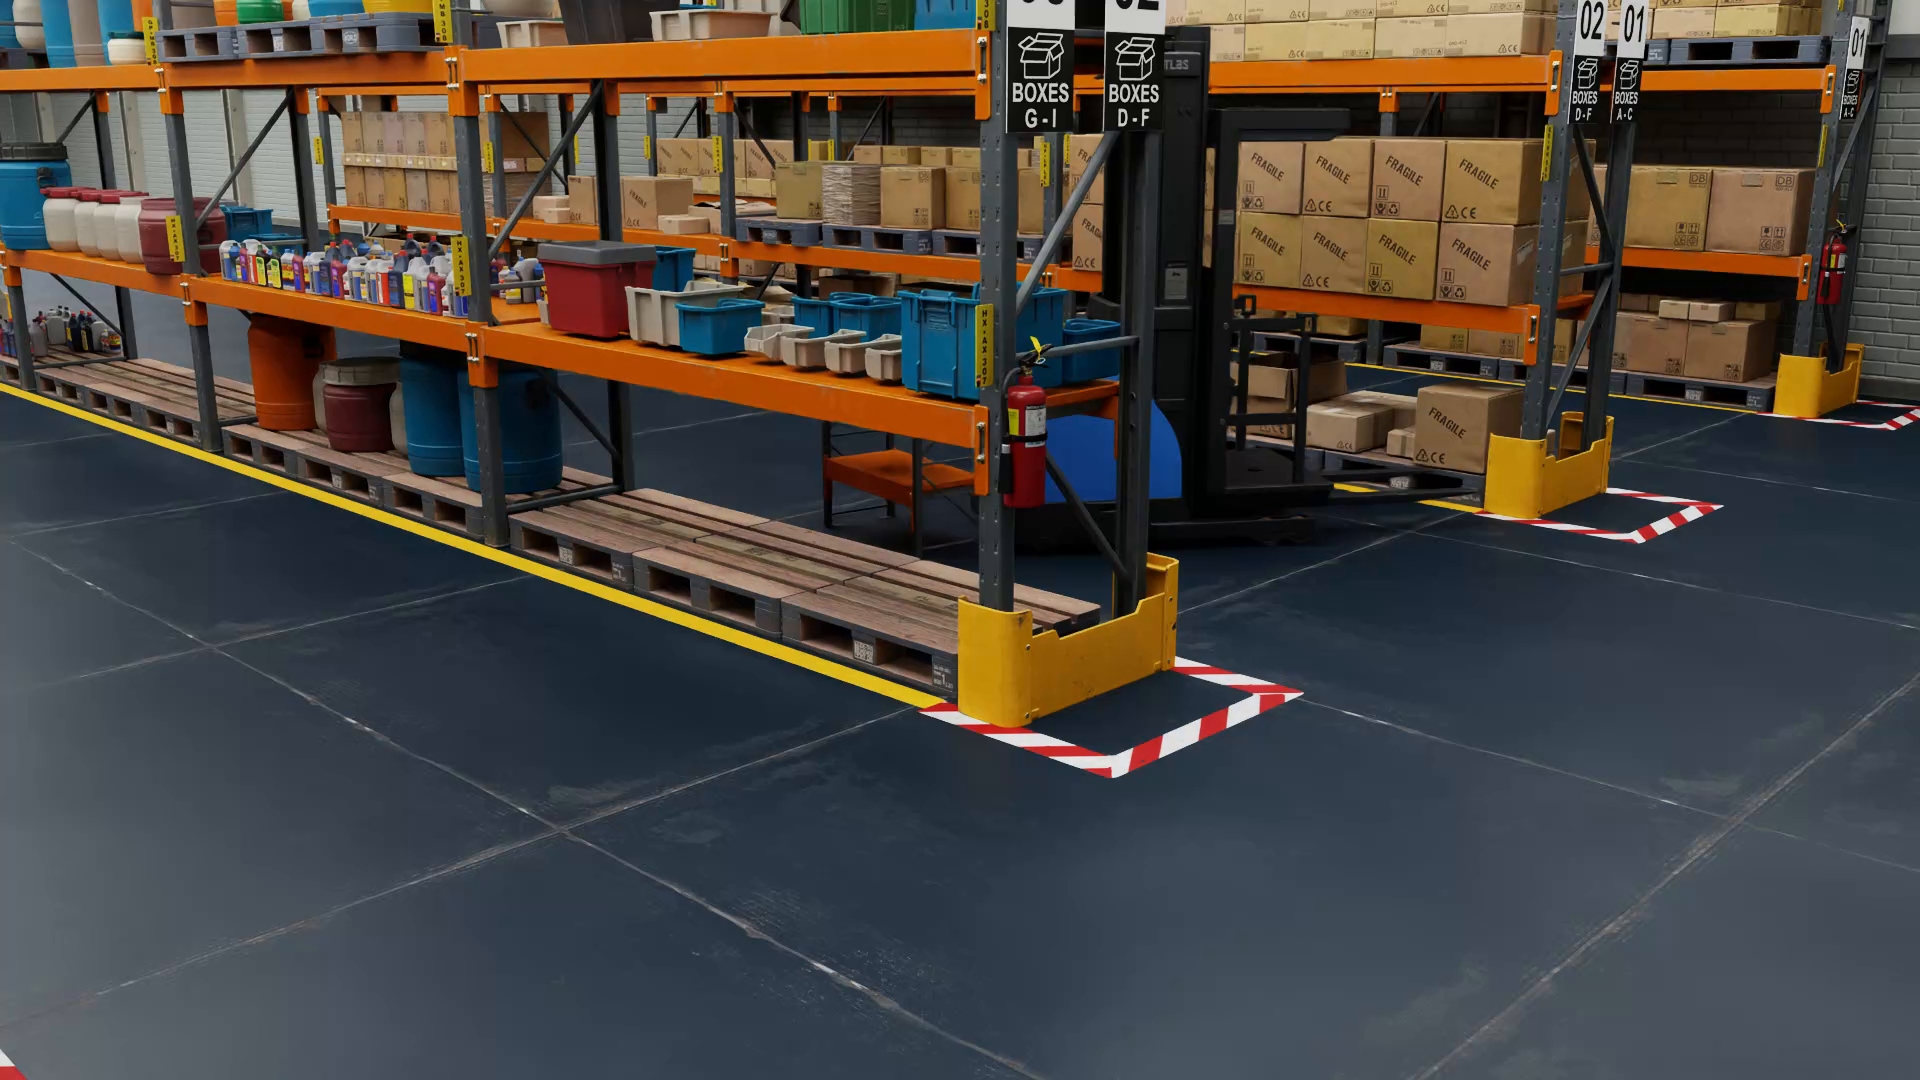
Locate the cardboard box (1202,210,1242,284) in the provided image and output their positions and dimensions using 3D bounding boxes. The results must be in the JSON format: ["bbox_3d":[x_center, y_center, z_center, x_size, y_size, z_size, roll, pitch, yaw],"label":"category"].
[{"bbox_3d":[1.936,-2.129,11.957,0.500,0.500,0.500,14,20,42],"label":"cardboard box"}]

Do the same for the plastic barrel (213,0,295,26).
[{"bbox_3d":[-4.884,-3.961,11.551,0.708,0.830,0.600,14,20,42],"label":"plastic barrel"}]

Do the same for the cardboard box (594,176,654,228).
[{"bbox_3d":[-3.448,-3.528,17.325,0.500,0.500,0.500,14,20,42],"label":"cardboard box"}]

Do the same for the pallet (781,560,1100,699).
[{"bbox_3d":[-0.099,0.400,7.979,1.213,0.211,1.003,14,20,42],"label":"pallet"}]

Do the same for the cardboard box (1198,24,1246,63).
[{"bbox_3d":[1.924,-3.470,11.648,0.500,0.250,0.500,14,20,42],"label":"cardboard box"}]

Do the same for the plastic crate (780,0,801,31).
[{"bbox_3d":[-0.441,-2.537,7.894,0.767,0.338,0.504,14,20,42],"label":"plastic crate"}]

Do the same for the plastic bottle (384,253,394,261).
[{"bbox_3d":[-4.047,-1.943,11.833,0.097,0.201,0.097,0,15,0],"label":"plastic bottle"}]

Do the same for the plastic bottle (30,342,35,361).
[{"bbox_3d":[-8.648,-1.764,15.431,0.097,0.201,0.097,0,15,0],"label":"plastic bottle"}]

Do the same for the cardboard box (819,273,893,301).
[{"bbox_3d":[-0.971,-2.333,15.534,0.500,0.250,0.500,-14,20,-42],"label":"cardboard box"}]

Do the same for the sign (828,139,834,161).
[{"bbox_3d":[-1.665,-5.016,21.516,0.005,0.325,0.100,14,20,42],"label":"sign"}]

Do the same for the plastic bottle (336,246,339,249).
[{"bbox_3d":[-4.633,-2.085,12.380,0.097,0.201,0.097,0,15,0],"label":"plastic bottle"}]

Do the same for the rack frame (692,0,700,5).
[{"bbox_3d":[-4.174,-8.300,23.939,0.127,3.000,1.000,14,20,42],"label":"rack frame"}]

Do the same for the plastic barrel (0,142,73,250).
[{"bbox_3d":[-8.103,-3.018,14.573,0.708,0.901,0.600,14,20,42],"label":"plastic barrel"}]

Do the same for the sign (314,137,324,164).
[{"bbox_3d":[-7.999,-4.854,20.740,0.005,0.325,0.100,14,20,42],"label":"sign"}]

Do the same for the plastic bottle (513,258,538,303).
[{"bbox_3d":[-2.744,-1.652,10.571,0.135,0.276,0.152,14,20,42],"label":"plastic bottle"}]

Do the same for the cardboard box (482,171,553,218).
[{"bbox_3d":[-5.053,-3.922,18.836,0.500,0.500,0.700,13,19,41],"label":"cardboard box"}]

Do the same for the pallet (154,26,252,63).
[{"bbox_3d":[-4.808,-3.407,11.484,1.213,0.211,1.003,14,20,42],"label":"pallet"}]

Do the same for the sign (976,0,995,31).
[{"bbox_3d":[0.098,-2.096,6.288,0.005,0.325,0.100,14,20,42],"label":"sign"}]

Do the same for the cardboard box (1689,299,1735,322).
[{"bbox_3d":[6.552,-1.998,14.488,0.250,0.149,0.380,13,20,42],"label":"cardboard box"}]

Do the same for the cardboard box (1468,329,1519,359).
[{"bbox_3d":[5.292,-2.052,15.984,0.500,0.500,0.700,13,20,42],"label":"cardboard box"}]

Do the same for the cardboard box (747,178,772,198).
[{"bbox_3d":[-2.571,-4.836,22.799,0.500,0.250,0.500,14,20,42],"label":"cardboard box"}]

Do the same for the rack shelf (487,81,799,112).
[{"bbox_3d":[-3.290,-4.550,16.924,4.000,0.370,1.077,14,20,42],"label":"rack shelf"}]

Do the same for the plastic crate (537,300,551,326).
[{"bbox_3d":[-2.176,-1.292,9.347,0.243,0.136,0.396,14,20,42],"label":"plastic crate"}]

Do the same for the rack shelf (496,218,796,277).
[{"bbox_3d":[-3.290,-3.099,17.302,4.000,0.370,1.077,14,20,42],"label":"rack shelf"}]

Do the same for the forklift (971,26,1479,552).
[{"bbox_3d":[1.636,-1.513,9.925,3.031,2.935,1.130,-3,15,-10],"label":"forklift"}]

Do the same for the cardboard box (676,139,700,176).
[{"bbox_3d":[-3.690,-5.470,23.748,0.500,0.500,0.500,14,20,42],"label":"cardboard box"}]

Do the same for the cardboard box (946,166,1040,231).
[{"bbox_3d":[0.305,-2.881,14.008,0.700,0.500,0.500,-11,18,-35],"label":"cardboard box"}]

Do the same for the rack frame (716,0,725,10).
[{"bbox_3d":[-1.850,-6.000,15.112,0.127,3.000,1.000,14,20,42],"label":"rack frame"}]

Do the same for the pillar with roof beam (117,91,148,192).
[{"bbox_3d":[-23.334,-11.753,37.192,0.400,9.000,9.100,14,20,42],"label":"pillar with roof beam"}]

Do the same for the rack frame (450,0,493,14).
[{"bbox_3d":[-2.411,-4.401,8.977,0.127,3.000,1.000,14,20,42],"label":"rack frame"}]

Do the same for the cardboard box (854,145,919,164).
[{"bbox_3d":[-0.951,-4.863,21.575,0.500,0.500,0.700,14,20,42],"label":"cardboard box"}]

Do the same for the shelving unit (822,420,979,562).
[{"bbox_3d":[-0.337,-0.552,9.818,0.538,1.125,1.048,-10,18,-33],"label":"shelving unit"}]

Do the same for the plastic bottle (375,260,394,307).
[{"bbox_3d":[-3.546,-1.601,10.373,0.135,0.276,0.152,14,20,42],"label":"plastic bottle"}]

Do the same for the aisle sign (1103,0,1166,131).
[{"bbox_3d":[0.726,-2.098,6.878,0.004,0.787,0.394,14,20,42],"label":"aisle sign"}]

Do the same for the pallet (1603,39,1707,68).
[{"bbox_3d":[5.921,-4.347,14.892,1.213,0.211,1.003,14,20,42],"label":"pallet"}]

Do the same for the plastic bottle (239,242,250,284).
[{"bbox_3d":[-4.999,-1.942,11.666,0.133,0.283,0.061,14,20,42],"label":"plastic bottle"}]

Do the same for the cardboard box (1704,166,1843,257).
[{"bbox_3d":[6.970,-2.829,14.246,0.980,0.700,0.700,-13,20,-42],"label":"cardboard box"}]

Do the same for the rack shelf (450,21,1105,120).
[{"bbox_3d":[-0.972,-2.252,8.103,4.000,0.370,1.077,14,20,42],"label":"rack shelf"}]

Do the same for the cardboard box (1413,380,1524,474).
[{"bbox_3d":[3.346,-0.750,10.948,0.500,0.500,0.500,14,20,42],"label":"cardboard box"}]

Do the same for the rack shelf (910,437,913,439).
[{"bbox_3d":[-0.337,-0.835,9.744,0.538,0.278,1.000,-10,18,-33],"label":"rack shelf"}]

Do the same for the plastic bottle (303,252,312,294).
[{"bbox_3d":[-4.308,-1.774,11.048,0.097,0.271,0.097,0,15,0],"label":"plastic bottle"}]

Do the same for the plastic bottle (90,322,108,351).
[{"bbox_3d":[-8.347,-1.980,16.112,0.152,0.276,0.135,-14,20,-42],"label":"plastic bottle"}]

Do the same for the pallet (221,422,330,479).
[{"bbox_3d":[-4.695,-0.719,12.271,1.213,0.211,1.003,14,20,42],"label":"pallet"}]

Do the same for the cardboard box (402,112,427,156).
[{"bbox_3d":[-6.137,-4.813,19.684,0.500,0.500,0.700,14,20,42],"label":"cardboard box"}]

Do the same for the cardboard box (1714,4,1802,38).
[{"bbox_3d":[6.633,-4.307,13.830,0.500,0.250,0.500,-14,20,-42],"label":"cardboard box"}]

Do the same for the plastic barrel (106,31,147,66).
[{"bbox_3d":[-6.369,-3.763,12.751,0.301,0.262,0.301,0,15,0],"label":"plastic barrel"}]

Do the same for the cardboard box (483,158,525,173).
[{"bbox_3d":[-5.074,-4.168,18.494,0.250,0.149,0.380,14,20,42],"label":"cardboard box"}]

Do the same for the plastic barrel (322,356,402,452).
[{"bbox_3d":[-4.114,-0.954,11.596,0.708,0.588,0.600,14,20,42],"label":"plastic barrel"}]

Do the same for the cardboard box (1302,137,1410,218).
[{"bbox_3d":[2.657,-2.435,11.147,0.500,0.500,0.500,-14,20,-43],"label":"cardboard box"}]

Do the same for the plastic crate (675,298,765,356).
[{"bbox_3d":[-1.188,-1.059,8.261,0.300,0.233,0.416,14,20,42],"label":"plastic crate"}]

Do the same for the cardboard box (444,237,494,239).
[{"bbox_3d":[-5.928,-3.432,20.290,0.500,0.500,0.500,14,20,42],"label":"cardboard box"}]

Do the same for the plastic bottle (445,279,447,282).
[{"bbox_3d":[-3.076,-1.462,9.989,0.097,0.201,0.097,0,15,0],"label":"plastic bottle"}]

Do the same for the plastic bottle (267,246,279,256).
[{"bbox_3d":[-4.764,-1.907,11.555,0.097,0.271,0.097,0,15,0],"label":"plastic bottle"}]

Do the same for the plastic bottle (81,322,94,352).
[{"bbox_3d":[-8.421,-1.964,16.037,0.133,0.283,0.061,14,20,42],"label":"plastic bottle"}]

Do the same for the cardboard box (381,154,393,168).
[{"bbox_3d":[-6.732,-4.571,20.041,0.250,0.149,0.380,13,19,40],"label":"cardboard box"}]
